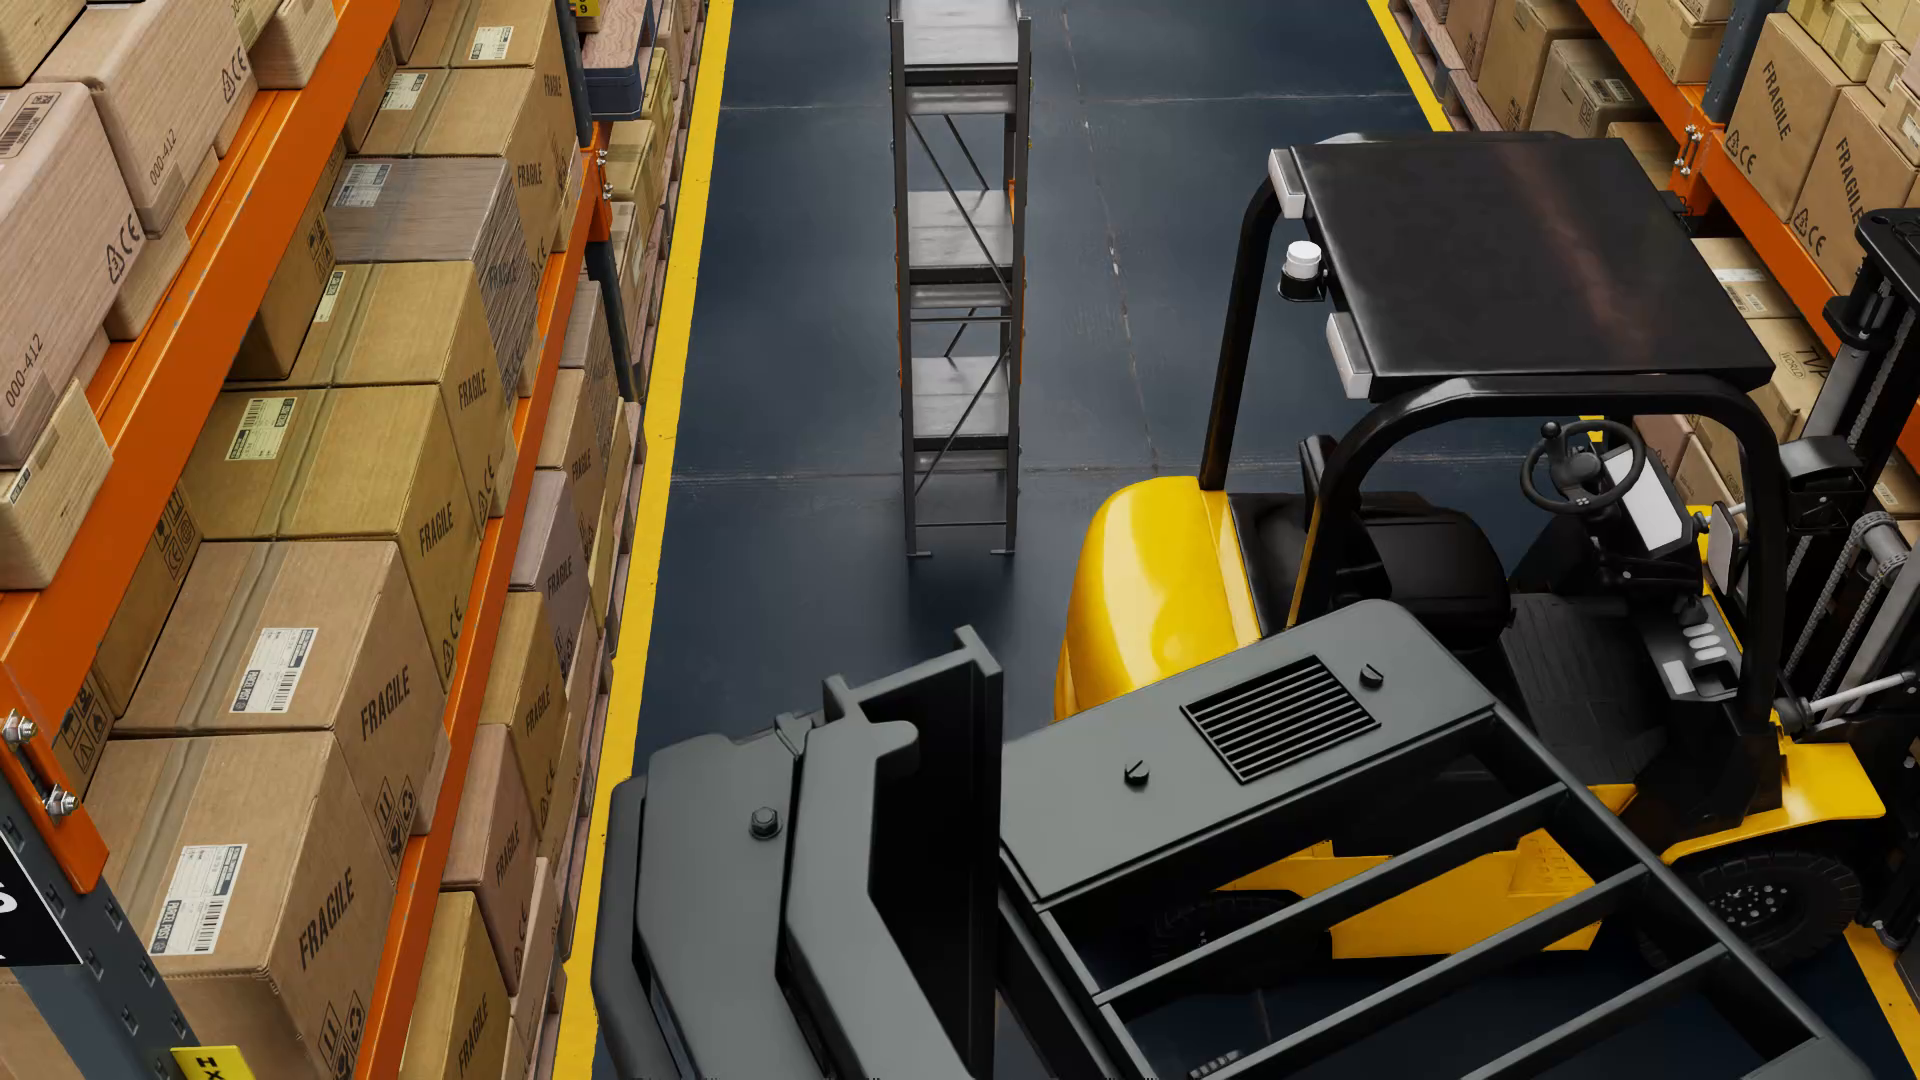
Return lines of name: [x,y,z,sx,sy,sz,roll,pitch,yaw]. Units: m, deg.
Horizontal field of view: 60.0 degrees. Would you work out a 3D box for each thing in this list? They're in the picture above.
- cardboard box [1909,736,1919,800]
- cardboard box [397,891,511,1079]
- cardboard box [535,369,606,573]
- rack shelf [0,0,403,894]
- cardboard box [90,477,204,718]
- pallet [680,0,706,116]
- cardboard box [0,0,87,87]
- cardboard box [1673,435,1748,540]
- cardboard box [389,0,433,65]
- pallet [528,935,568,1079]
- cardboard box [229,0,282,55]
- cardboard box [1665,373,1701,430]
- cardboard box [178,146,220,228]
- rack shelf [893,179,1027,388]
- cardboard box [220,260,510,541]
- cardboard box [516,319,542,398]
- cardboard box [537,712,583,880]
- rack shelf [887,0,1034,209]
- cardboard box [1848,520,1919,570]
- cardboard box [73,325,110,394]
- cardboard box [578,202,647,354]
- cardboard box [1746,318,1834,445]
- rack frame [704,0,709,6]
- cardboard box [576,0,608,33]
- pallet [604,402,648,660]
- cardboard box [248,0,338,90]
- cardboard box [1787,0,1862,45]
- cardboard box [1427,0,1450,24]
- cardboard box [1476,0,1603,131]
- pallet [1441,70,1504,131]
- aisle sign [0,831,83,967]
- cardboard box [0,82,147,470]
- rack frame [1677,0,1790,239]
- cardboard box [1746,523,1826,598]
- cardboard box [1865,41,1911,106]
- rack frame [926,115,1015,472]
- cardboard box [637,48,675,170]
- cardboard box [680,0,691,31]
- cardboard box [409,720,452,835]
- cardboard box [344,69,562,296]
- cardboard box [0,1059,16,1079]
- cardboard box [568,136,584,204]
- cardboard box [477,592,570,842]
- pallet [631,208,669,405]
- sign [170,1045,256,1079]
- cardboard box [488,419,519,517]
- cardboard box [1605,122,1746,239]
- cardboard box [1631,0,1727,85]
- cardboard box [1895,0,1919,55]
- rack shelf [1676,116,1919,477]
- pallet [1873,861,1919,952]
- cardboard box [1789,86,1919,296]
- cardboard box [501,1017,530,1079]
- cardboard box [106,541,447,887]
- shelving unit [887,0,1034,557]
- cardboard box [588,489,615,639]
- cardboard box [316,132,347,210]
cardboard box: [2.953,0.700,4.621,0.500,0.250,0.500,-3,43,-3]
cardboard box: [-1.379,1.190,3.901,0.500,0.500,0.500,-3,43,-3]
cardboard box: [-1.473,-0.207,5.425,0.500,0.500,0.500,-1,43,-1]
rack shelf: [-1.704,-1.014,3.449,1.077,0.370,4.000,-2,43,-2]
cardboard box: [-1.873,-0.019,3.017,0.700,0.500,0.500,-1,43,-1]
pallet: [-1.928,-2.669,9.005,1.003,0.211,1.213,-2,43,-2]
cardboard box: [-1.406,-0.717,2.188,0.380,0.149,0.250,-2,43,-2]
cardboard box: [2.896,-0.132,5.898,0.500,0.250,0.500,-3,43,-3]
cardboard box: [-1.987,-1.736,4.890,0.700,0.500,0.500,-2,43,-2]
pallet: [-1.622,1.604,4.344,1.003,0.211,1.213,-2,43,-2]
cardboard box: [-1.433,-1.019,2.813,0.500,0.250,0.500,0,43,-1]
cardboard box: [2.882,-0.659,6.103,0.500,0.250,0.500,-2,43,-2]
cardboard box: [-1.422,-0.591,2.641,0.380,0.149,0.250,-2,43,-2]
rack shelf: [-0.007,-0.876,5.672,0.431,0.518,0.480,-2,43,-2]
cardboard box: [-1.440,-0.334,4.101,0.500,0.500,0.500,-2,43,-3]
cardboard box: [-1.425,-0.537,4.802,0.380,0.149,0.250,-2,43,-2]
cardboard box: [-1.427,0.770,4.914,0.500,0.250,0.500,1,43,1]
rack shelf: [-0.007,-1.392,5.199,0.431,0.518,0.480,-2,43,-2]
cardboard box: [2.935,0.193,4.804,0.500,0.250,0.500,-2,43,-3]
cardboard box: [-1.410,-0.245,2.263,0.380,0.149,0.250,-3,43,-3]
cardboard box: [-1.814,-1.064,6.825,0.950,0.372,0.625,-1,43,-1]
cardboard box: [2.888,-0.498,5.557,0.500,0.250,0.500,-2,43,-2]
rack frame: [-1.959,-4.224,8.639,1.000,3.000,0.127,-2,43,-2]
cardboard box: [-1.497,-1.968,6.053,0.380,0.149,0.250,-1,43,-1]
pallet: [-1.726,-0.044,6.141,1.003,0.211,1.213,-2,43,-2]
cardboard box: [-1.368,-0.942,3.024,0.380,0.149,0.250,-1,43,-1]
cardboard box: [2.920,-1.722,5.355,0.380,0.149,0.250,-2,43,-2]
cardboard box: [3.013,-3.227,8.998,0.875,0.625,0.625,0,43,0]
cardboard box: [3.077,-2.332,8.021,0.875,0.625,0.625,-3,43,-4]
pallet: [3.045,-1.963,8.235,1.003,0.211,1.213,-2,43,-2]
aisle sign: [-1.307,0.251,1.832,0.394,0.787,0.004,-2,43,-2]
cardboard box: [-1.375,-0.331,2.062,0.500,0.250,0.500,-2,43,-3]
rack frame: [3.170,-1.669,5.851,1.000,3.000,0.127,-2,43,-2]
cardboard box: [2.915,0.021,5.362,0.500,0.250,0.500,-2,43,-2]
cardboard box: [2.972,-1.372,4.973,0.380,0.149,0.250,-2,43,-2]
rack frame: [-0.017,-1.051,5.842,0.400,2.100,0.015,-2,43,-2]
cardboard box: [-1.879,-2.019,7.866,0.950,0.372,0.625,0,43,0]
cardboard box: [-1.945,-3.029,8.968,0.950,0.372,0.625,-4,43,-5]
cardboard box: [-1.347,0.510,3.660,0.380,0.149,0.250,-1,43,-1]
cardboard box: [-1.493,-1.030,4.860,0.500,0.500,0.500,0,43,0]
cardboard box: [-1.918,0.671,3.003,0.500,0.500,0.500,-2,43,-3]
cardboard box: [-1.471,-1.223,5.550,0.380,0.149,0.250,-2,43,-2]
cardboard box: [-1.419,0.499,4.655,0.500,0.500,0.500,-1,43,-1]
pallet: [-1.824,-1.022,7.208,1.003,0.211,1.213,-2,43,-2]
sign: [-1.077,0.842,2.471,0.100,0.325,0.005,-2,43,-2]
cardboard box: [-1.397,-0.191,4.424,0.380,0.149,0.250,-1,43,-1]
cardboard box: [3.136,-1.300,6.895,0.875,0.625,0.625,0,43,0]
cardboard box: [2.887,-1.946,6.264,0.500,0.250,0.500,-1,43,-1]
cardboard box: [3.008,-1.485,4.876,0.380,0.149,0.250,-2,43,-3]
rack shelf: [3.255,-0.054,4.621,1.077,0.370,4.000,-2,43,-2]
pallet: [3.216,0.723,5.305,1.003,0.211,1.213,-2,43,-2]
cardboard box: [2.966,-1.048,5.099,0.500,0.500,0.500,-1,43,-1]
cardboard box: [-1.377,1.483,4.137,0.500,0.250,0.500,-2,43,-2]
cardboard box: [-1.388,0.353,3.351,0.500,0.500,0.500,0,43,0]
shelving unit: [-0.007,-0.886,5.662,0.431,2.100,0.503,-2,43,-2]
cardboard box: [-1.463,0.085,5.661,0.500,0.250,0.500,-3,43,-3]
cardboard box: [-1.993,-1.051,4.142,0.700,0.500,0.500,-3,43,-3]
